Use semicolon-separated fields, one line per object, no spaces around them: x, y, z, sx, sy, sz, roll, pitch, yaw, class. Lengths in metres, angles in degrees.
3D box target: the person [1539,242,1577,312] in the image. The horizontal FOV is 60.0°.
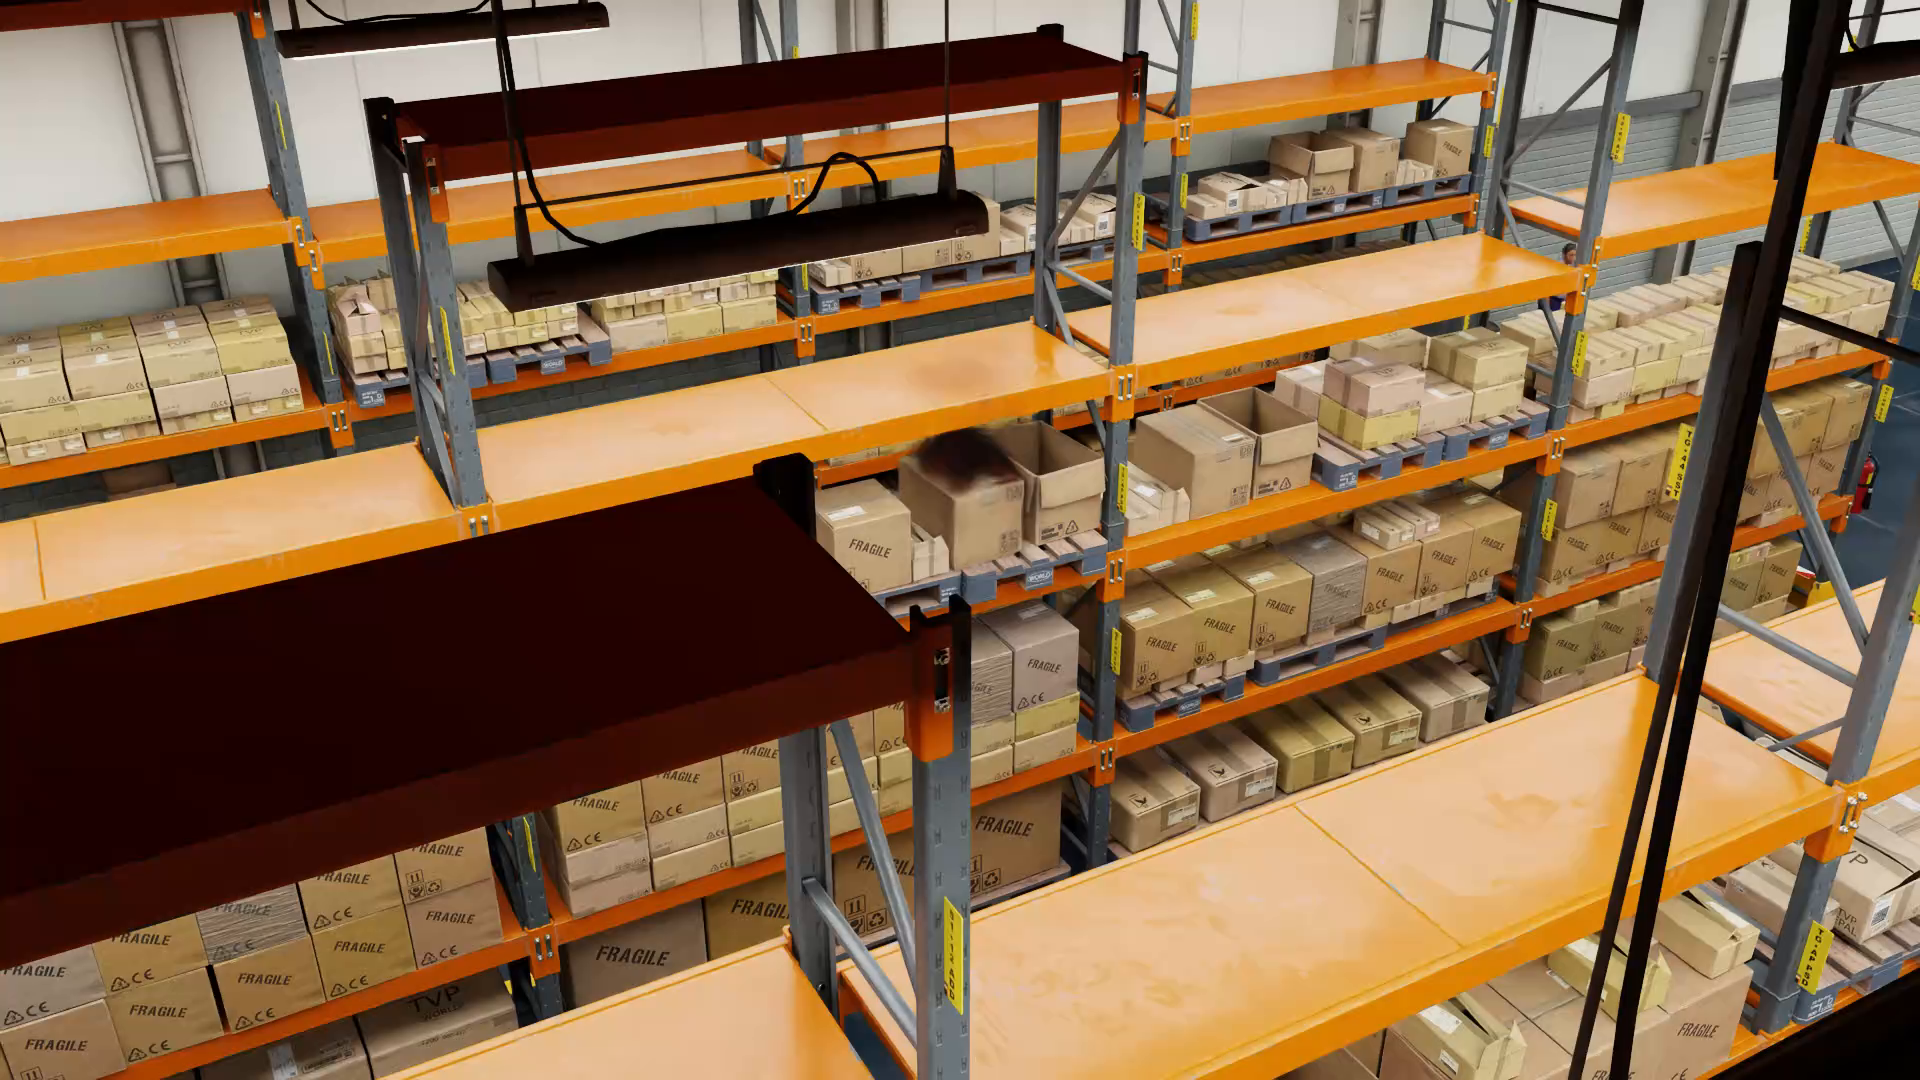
7.451;-2.917;20.723;0.503;1.664;0.368;-17;33;-29;person
